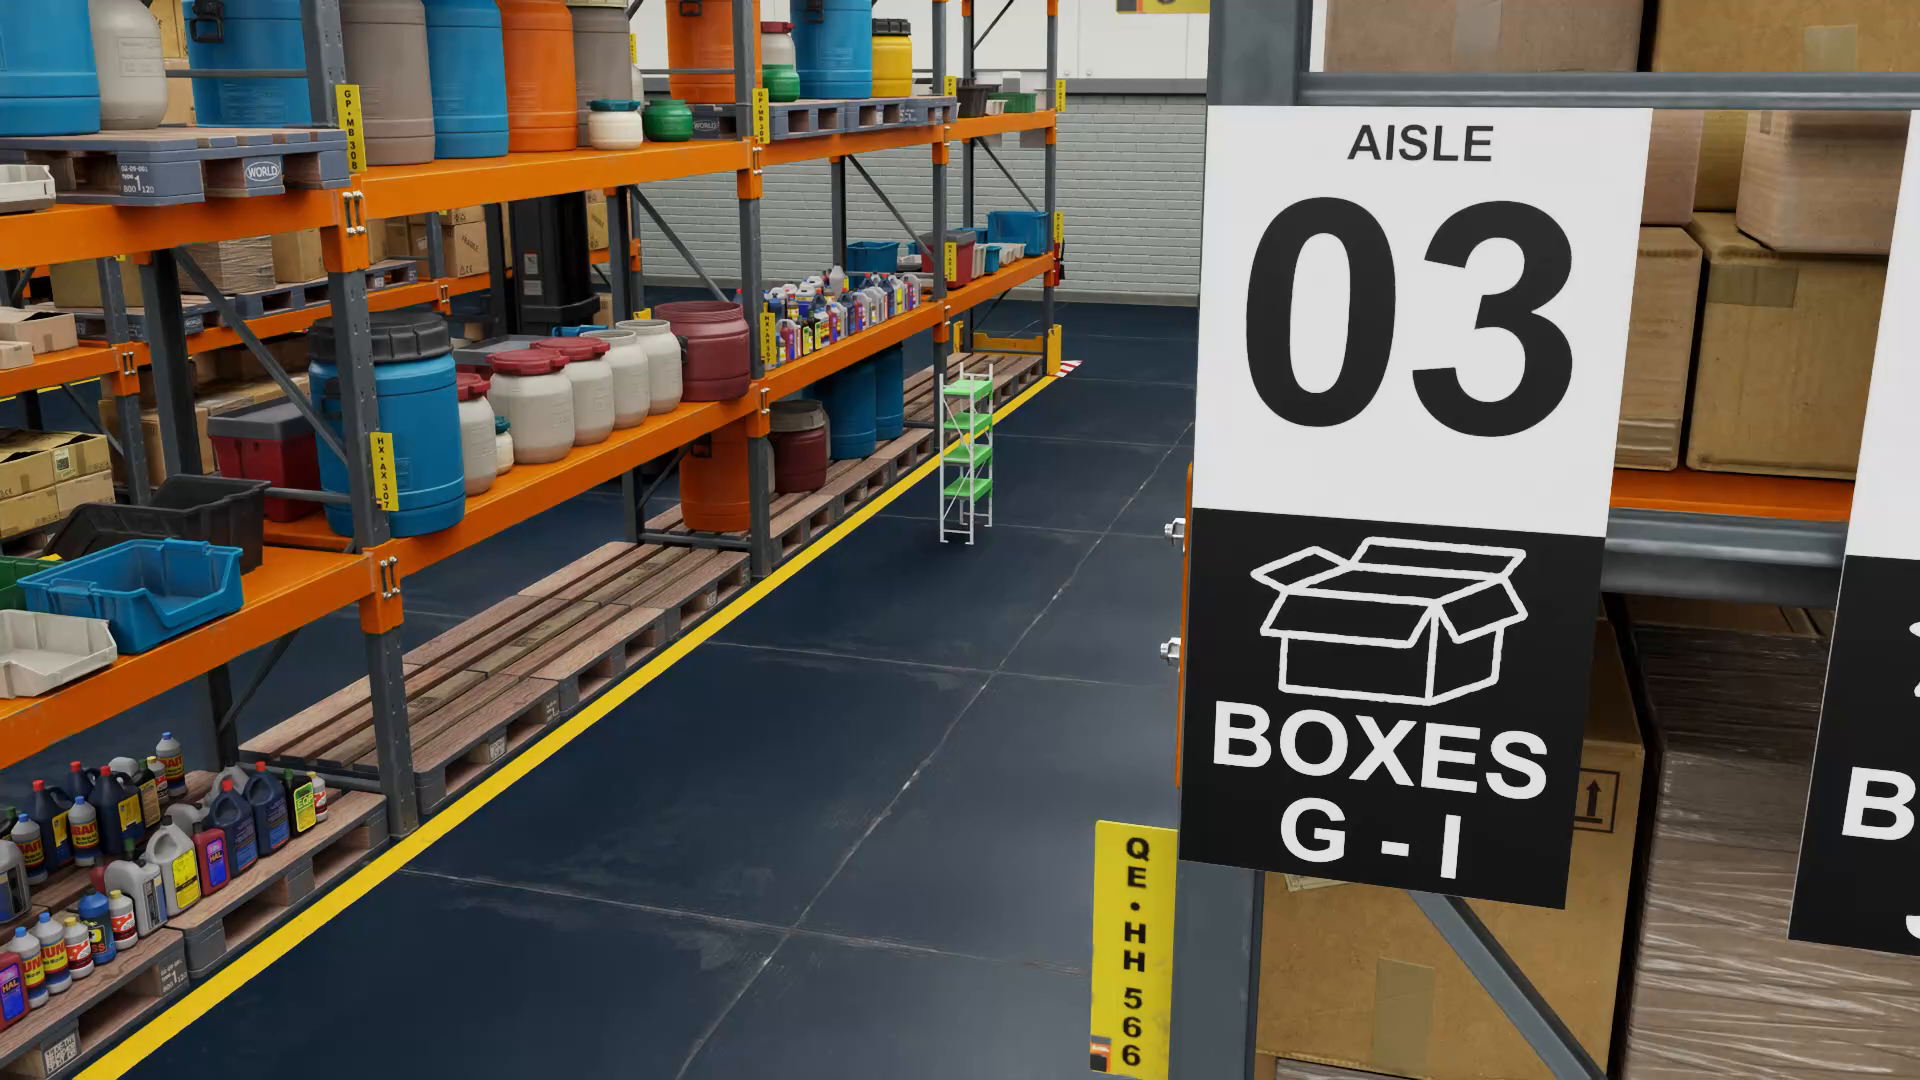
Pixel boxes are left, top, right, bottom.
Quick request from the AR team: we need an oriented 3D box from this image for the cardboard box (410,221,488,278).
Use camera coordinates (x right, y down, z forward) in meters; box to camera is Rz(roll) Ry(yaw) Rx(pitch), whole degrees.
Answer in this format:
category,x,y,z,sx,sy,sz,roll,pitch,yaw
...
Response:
category,x,y,z,sx,sy,sz,roll,pitch,yaw
cardboard box,-4.950,-2.830,16.127,0.500,0.500,0.500,5,17,17

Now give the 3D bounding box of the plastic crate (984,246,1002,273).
category,x,y,z,sx,sy,sz,roll,pitch,yaw
plastic crate,0.191,-2.722,16.127,0.416,0.233,0.300,5,16,16

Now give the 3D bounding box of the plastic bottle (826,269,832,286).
category,x,y,z,sx,sy,sz,roll,pitch,yaw
plastic bottle,-1.122,-2.166,14.182,0.061,0.283,0.133,5,16,16

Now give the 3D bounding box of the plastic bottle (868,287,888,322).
category,x,y,z,sx,sy,sz,roll,pitch,yaw
plastic bottle,-0.658,-1.869,13.150,0.152,0.276,0.135,5,16,16

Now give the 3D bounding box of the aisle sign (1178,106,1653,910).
category,x,y,z,sx,sy,sz,roll,pitch,yaw
aisle sign,0.425,-0.019,1.635,0.394,0.787,0.004,5,16,16

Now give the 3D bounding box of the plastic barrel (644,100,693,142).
category,x,y,z,sx,sy,sz,roll,pitch,yaw
plastic barrel,-1.766,-2.538,10.068,0.294,0.245,0.294,0,16,0

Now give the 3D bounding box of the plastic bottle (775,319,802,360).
category,x,y,z,sx,sy,sz,roll,pitch,yaw
plastic bottle,-1.181,-1.388,11.452,0.152,0.276,0.135,5,16,16

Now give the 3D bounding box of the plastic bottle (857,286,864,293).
category,x,y,z,sx,sy,sz,roll,pitch,yaw
plastic bottle,-0.782,-1.872,13.168,0.097,0.271,0.097,0,16,0

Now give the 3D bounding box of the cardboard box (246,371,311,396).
category,x,y,z,sx,sy,sz,roll,pitch,yaw
cardboard box,-5.656,-1.134,14.107,0.500,0.500,0.500,4,16,14

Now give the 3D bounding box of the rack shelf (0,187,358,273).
category,x,y,z,sx,sy,sz,roll,pitch,yaw
rack shelf,-3.450,-0.765,4.852,1.077,0.370,4.000,5,16,16

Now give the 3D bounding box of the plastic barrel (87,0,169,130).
category,x,y,z,sx,sy,sz,roll,pitch,yaw
plastic barrel,-3.192,-1.793,6.183,0.421,0.512,0.421,0,16,0

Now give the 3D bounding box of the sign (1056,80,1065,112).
category,x,y,z,sx,sy,sz,roll,pitch,yaw
sign,1.060,-4.685,17.546,0.100,0.325,0.005,5,16,16

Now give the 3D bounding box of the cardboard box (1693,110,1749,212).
category,x,y,z,sx,sy,sz,roll,pitch,yaw
cardboard box,1.150,-0.514,2.191,0.380,0.149,0.250,4,16,15

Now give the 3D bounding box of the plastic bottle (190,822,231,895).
category,x,y,z,sx,sy,sz,roll,pitch,yaw
plastic bottle,-2.849,1.190,6.307,0.061,0.283,0.133,6,17,20

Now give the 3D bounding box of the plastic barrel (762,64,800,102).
category,x,y,z,sx,sy,sz,roll,pitch,yaw
plastic barrel,-1.224,-3.068,11.167,0.294,0.245,0.294,0,16,0

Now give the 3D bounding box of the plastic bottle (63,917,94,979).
category,x,y,z,sx,sy,sz,roll,pitch,yaw
plastic bottle,-3.051,1.397,5.727,0.097,0.201,0.097,0,16,0

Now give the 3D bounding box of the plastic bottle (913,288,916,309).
category,x,y,z,sx,sy,sz,roll,pitch,yaw
plastic bottle,-0.417,-2.028,13.848,0.097,0.201,0.097,0,16,0

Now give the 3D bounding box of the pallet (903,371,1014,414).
category,x,y,z,sx,sy,sz,roll,pitch,yaw
pallet,-0.092,-1.459,16.586,1.003,0.211,1.213,5,16,16

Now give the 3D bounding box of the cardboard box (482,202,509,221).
category,x,y,z,sx,sy,sz,roll,pitch,yaw
cardboard box,-4.807,-3.435,16.429,0.500,0.500,0.500,4,16,14

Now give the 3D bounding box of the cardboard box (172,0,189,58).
category,x,y,z,sx,sy,sz,roll,pitch,yaw
cardboard box,-6.073,-3.976,12.838,0.500,0.500,0.500,5,16,16

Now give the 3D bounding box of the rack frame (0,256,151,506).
category,x,y,z,sx,sy,sz,roll,pitch,yaw
rack frame,-6.493,-1.623,12.055,1.000,3.000,0.127,5,16,16

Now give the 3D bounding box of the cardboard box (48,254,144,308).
category,x,y,z,sx,sy,sz,roll,pitch,yaw
cardboard box,-6.422,-2.047,12.596,0.700,0.500,0.500,-1,16,-3

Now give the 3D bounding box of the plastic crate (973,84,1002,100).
category,x,y,z,sx,sy,sz,roll,pitch,yaw
plastic crate,0.152,-4.632,17.406,0.497,0.269,0.590,5,16,16

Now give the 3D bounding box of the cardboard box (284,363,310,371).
category,x,y,z,sx,sy,sz,roll,pitch,yaw
cardboard box,-6.018,-1.301,14.693,0.500,0.500,0.500,5,17,17

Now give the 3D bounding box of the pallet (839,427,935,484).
category,x,y,z,sx,sy,sz,roll,pitch,yaw
pallet,-0.868,-0.745,14.067,1.003,0.211,1.213,5,16,16

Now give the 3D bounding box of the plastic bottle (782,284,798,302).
category,x,y,z,sx,sy,sz,roll,pitch,yaw
plastic bottle,-1.368,-1.891,13.227,0.152,0.276,0.135,5,16,16

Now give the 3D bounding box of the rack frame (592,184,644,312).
category,x,y,z,sx,sy,sz,roll,pitch,yaw
rack frame,-4.220,-3.716,19.435,1.000,3.000,0.127,5,16,16

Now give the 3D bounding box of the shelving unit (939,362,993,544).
category,x,y,z,sx,sy,sz,roll,pitch,yaw
shelving unit,0.047,-0.621,11.818,0.258,1.200,0.503,5,16,16

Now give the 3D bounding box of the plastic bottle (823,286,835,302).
category,x,y,z,sx,sy,sz,roll,pitch,yaw
plastic bottle,-1.084,-1.997,13.737,0.097,0.201,0.097,0,16,0

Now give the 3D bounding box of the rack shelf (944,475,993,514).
category,x,y,z,sx,sy,sz,roll,pitch,yaw
rack shelf,0.047,-0.328,11.901,0.258,0.148,0.480,5,16,16

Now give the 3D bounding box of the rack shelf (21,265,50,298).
category,x,y,z,sx,sy,sz,roll,pitch,yaw
rack shelf,-9.539,-3.230,19.039,1.077,0.370,4.000,5,16,16

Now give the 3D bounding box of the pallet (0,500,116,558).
category,x,y,z,sx,sy,sz,roll,pitch,yaw
pallet,-6.764,-0.069,11.687,1.003,0.211,1.213,5,16,16

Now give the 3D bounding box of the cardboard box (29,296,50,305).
category,x,y,z,sx,sy,sz,roll,pitch,yaw
cardboard box,-10.028,-2.530,17.874,0.380,0.149,0.250,5,16,16

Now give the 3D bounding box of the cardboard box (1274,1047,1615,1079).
category,x,y,z,sx,sy,sz,roll,pitch,yaw
cardboard box,0.913,0.906,2.410,0.875,0.500,0.500,5,16,16

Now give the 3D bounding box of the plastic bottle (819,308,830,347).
category,x,y,z,sx,sy,sz,roll,pitch,yaw
plastic bottle,-0.990,-1.534,11.978,0.097,0.271,0.097,0,16,0

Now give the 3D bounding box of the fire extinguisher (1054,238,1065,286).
category,x,y,z,sx,sy,sz,roll,pitch,yaw
fire extinguisher,1.007,-3.119,18.153,0.296,0.674,0.183,5,16,16

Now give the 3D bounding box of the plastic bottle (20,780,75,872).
category,x,y,z,sx,sy,sz,roll,pitch,yaw
plastic bottle,-3.563,1.099,6.504,0.144,0.351,0.185,4,16,14

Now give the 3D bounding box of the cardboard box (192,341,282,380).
category,x,y,z,sx,sy,sz,roll,pitch,yaw
cardboard box,-6.154,-1.539,14.159,0.500,0.250,0.500,4,16,15

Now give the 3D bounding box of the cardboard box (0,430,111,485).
category,x,y,z,sx,sy,sz,roll,pitch,yaw
cardboard box,-6.406,-0.616,11.746,0.500,0.311,0.500,5,17,17

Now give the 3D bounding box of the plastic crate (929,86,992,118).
category,x,y,z,sx,sy,sz,roll,pitch,yaw
plastic crate,0.008,-3.969,15.067,0.497,0.269,0.590,5,16,16

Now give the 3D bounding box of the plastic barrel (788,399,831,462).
category,x,y,z,sx,sy,sz,roll,pitch,yaw
plastic barrel,-1.227,-0.823,13.023,0.421,0.512,0.421,0,16,0

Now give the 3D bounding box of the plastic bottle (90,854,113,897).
category,x,y,z,sx,sy,sz,roll,pitch,yaw
plastic bottle,-3.087,1.263,6.051,0.061,0.283,0.133,5,16,16

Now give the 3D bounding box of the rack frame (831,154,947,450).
category,x,y,z,sx,sy,sz,roll,pitch,yaw
rack frame,-0.608,-2.285,14.387,1.000,3.000,0.127,5,16,16

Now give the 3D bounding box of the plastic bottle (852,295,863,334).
category,x,y,z,sx,sy,sz,roll,pitch,yaw
plastic bottle,-0.784,-1.713,12.585,0.061,0.283,0.133,5,16,16

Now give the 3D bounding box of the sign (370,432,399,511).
category,x,y,z,sx,sy,sz,roll,pitch,yaw
sign,-2.357,-0.279,6.810,0.100,0.325,0.005,5,16,16

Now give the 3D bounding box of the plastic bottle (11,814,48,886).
category,x,y,z,sx,sy,sz,roll,pitch,yaw
plastic bottle,-3.569,1.179,6.369,0.097,0.271,0.097,0,16,0

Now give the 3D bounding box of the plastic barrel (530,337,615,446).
category,x,y,z,sx,sy,sz,roll,pitch,yaw
plastic barrel,-2.068,-0.796,8.888,0.433,0.535,0.433,0,16,0

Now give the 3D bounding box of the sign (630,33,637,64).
category,x,y,z,sx,sy,sz,roll,pitch,yaw
sign,-3.693,-5.537,18.734,0.100,0.325,0.005,5,16,16

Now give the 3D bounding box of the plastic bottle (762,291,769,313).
category,x,y,z,sx,sy,sz,roll,pitch,yaw
plastic bottle,-1.539,-1.774,12.677,0.144,0.351,0.185,5,16,16

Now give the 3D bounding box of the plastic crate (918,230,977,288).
category,x,y,z,sx,sy,sz,roll,pitch,yaw
plastic crate,-0.114,-2.558,15.125,0.402,0.464,0.583,5,16,16

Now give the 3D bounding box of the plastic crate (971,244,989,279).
category,x,y,z,sx,sy,sz,roll,pitch,yaw
plastic crate,0.002,-2.642,15.753,0.437,0.282,0.530,5,16,16

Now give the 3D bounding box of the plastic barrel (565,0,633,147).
category,x,y,z,sx,sy,sz,roll,pitch,yaw
plastic barrel,-2.187,-2.724,9.522,0.600,0.901,0.600,0,16,0

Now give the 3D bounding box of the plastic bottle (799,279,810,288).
category,x,y,z,sx,sy,sz,roll,pitch,yaw
plastic bottle,-1.268,-2.007,13.645,0.097,0.271,0.097,0,16,0

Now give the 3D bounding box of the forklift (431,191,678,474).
category,x,y,z,sx,sy,sz,roll,pitch,yaw
forklift,-3.853,-2.053,13.697,3.031,2.935,1.130,2,16,6

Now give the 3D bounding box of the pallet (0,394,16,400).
category,x,y,z,sx,sy,sz,roll,pitch,yaw
pallet,-10.254,-1.504,16.744,1.003,0.211,1.213,5,16,16
